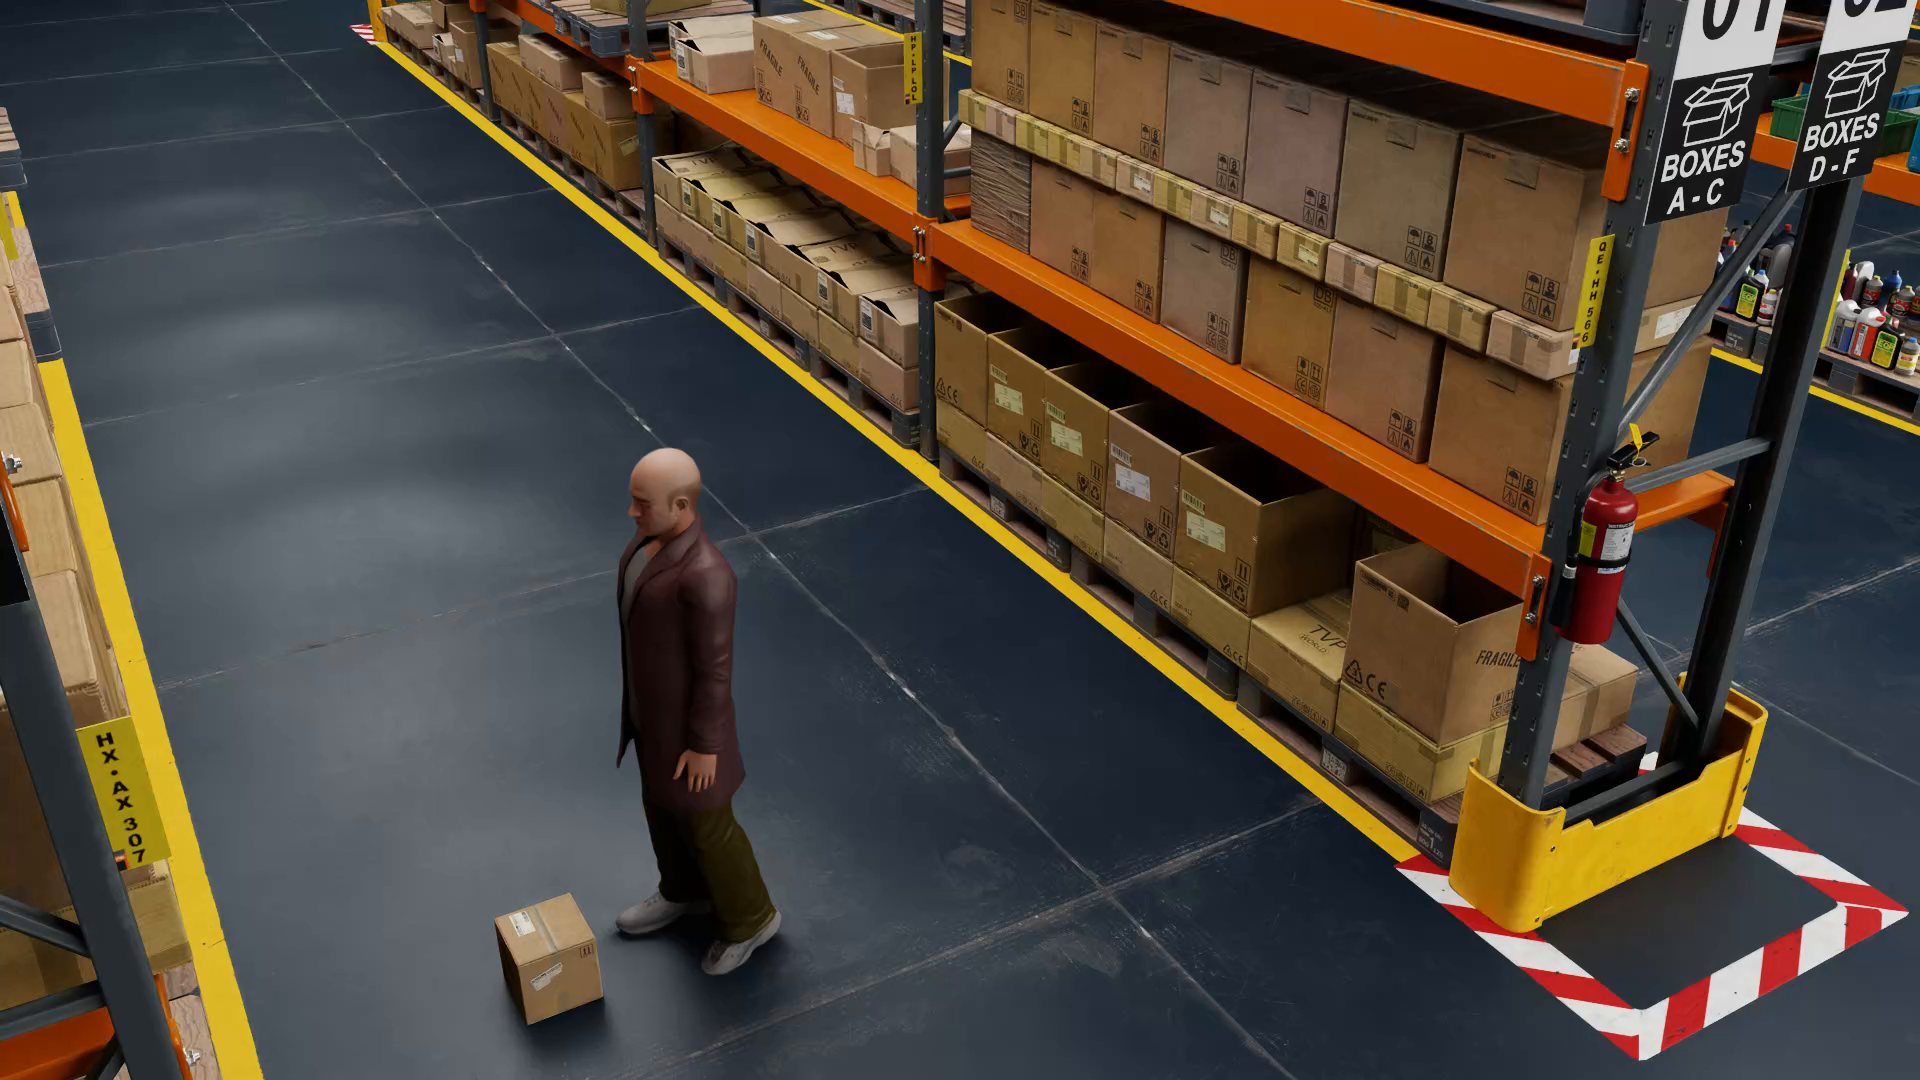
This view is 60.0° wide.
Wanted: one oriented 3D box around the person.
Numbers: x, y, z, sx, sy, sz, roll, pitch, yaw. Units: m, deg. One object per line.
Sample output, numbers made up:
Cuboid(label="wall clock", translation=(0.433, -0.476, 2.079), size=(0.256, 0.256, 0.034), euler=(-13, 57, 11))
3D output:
Cuboid(label="person", translation=(-0.866, 0.570, 5.161), size=(0.489, 1.850, 0.577), euler=(-15, 32, -25))
